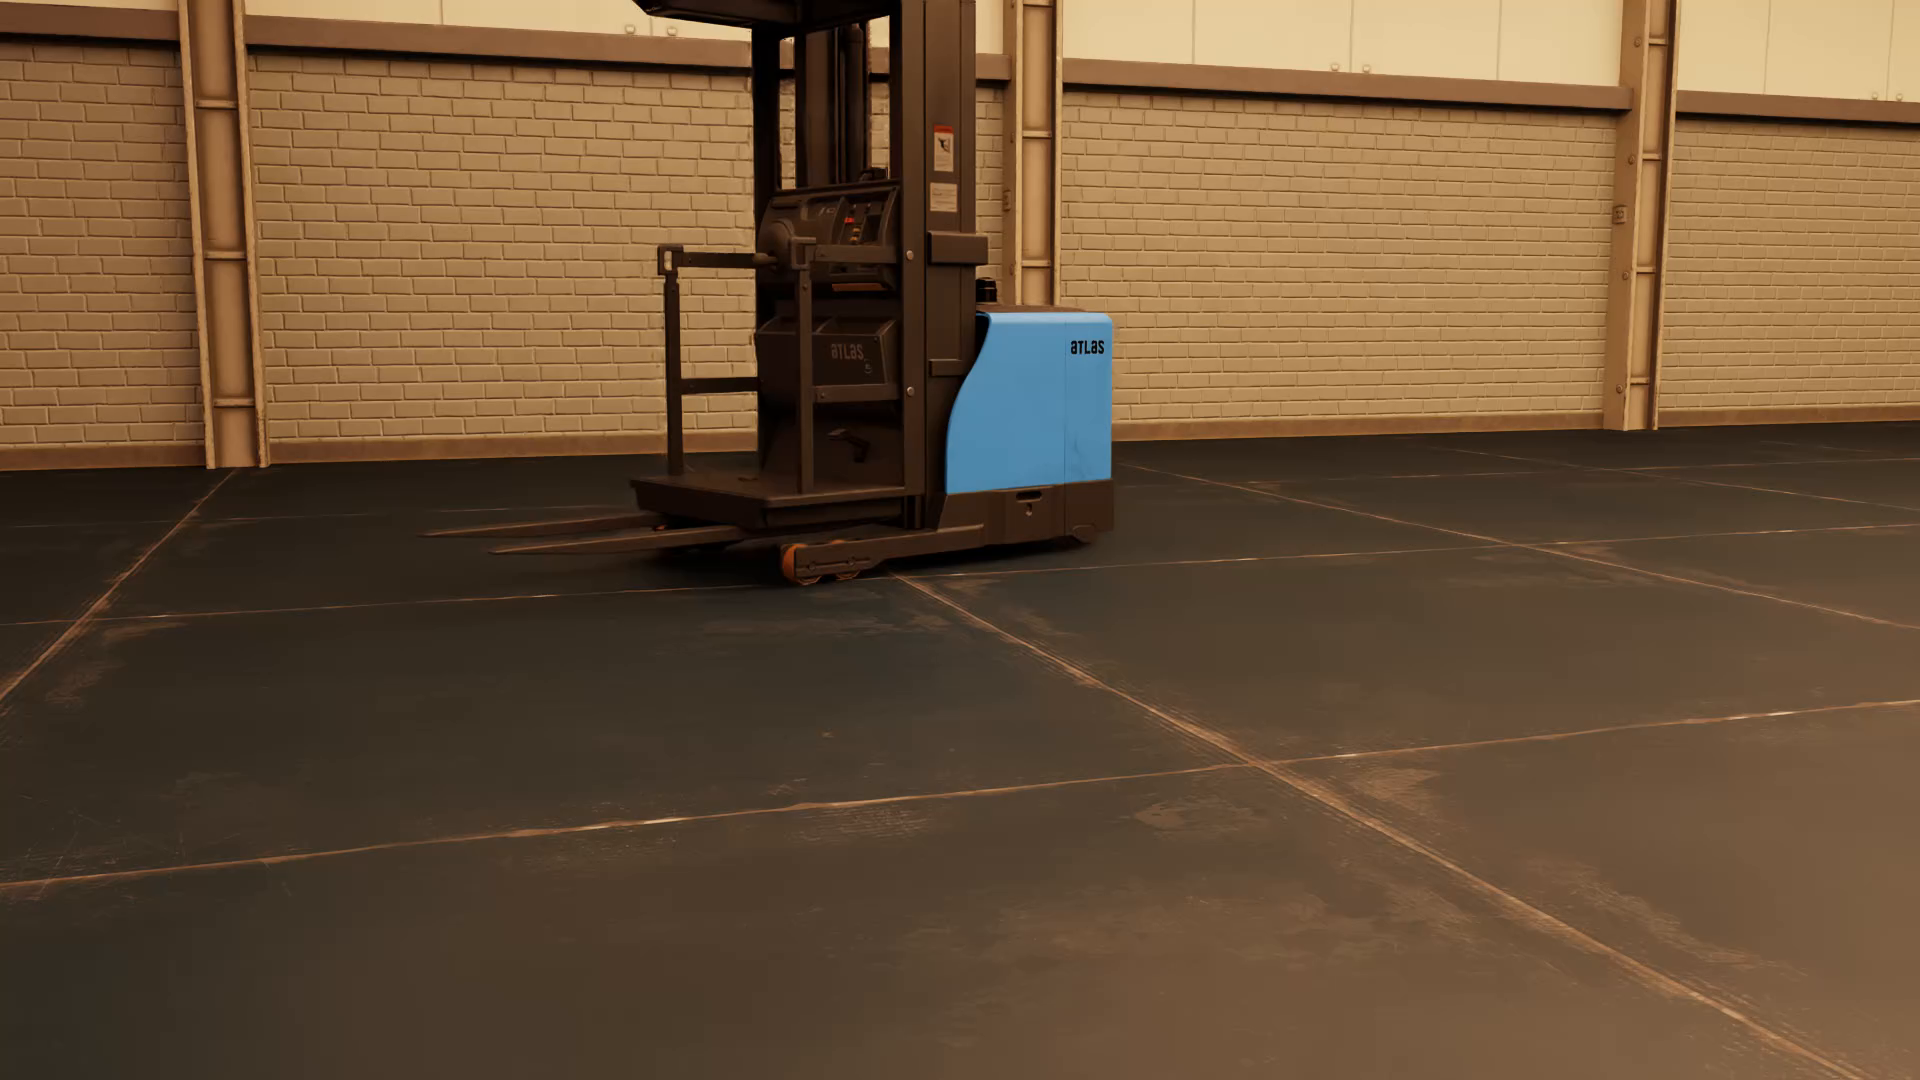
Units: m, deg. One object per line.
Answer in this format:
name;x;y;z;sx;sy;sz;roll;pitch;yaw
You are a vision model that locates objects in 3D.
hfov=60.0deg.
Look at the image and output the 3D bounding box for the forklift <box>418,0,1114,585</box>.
forklift;-0.732;-1.352;6.987;3.031;2.935;1.130;-7;10;-40
